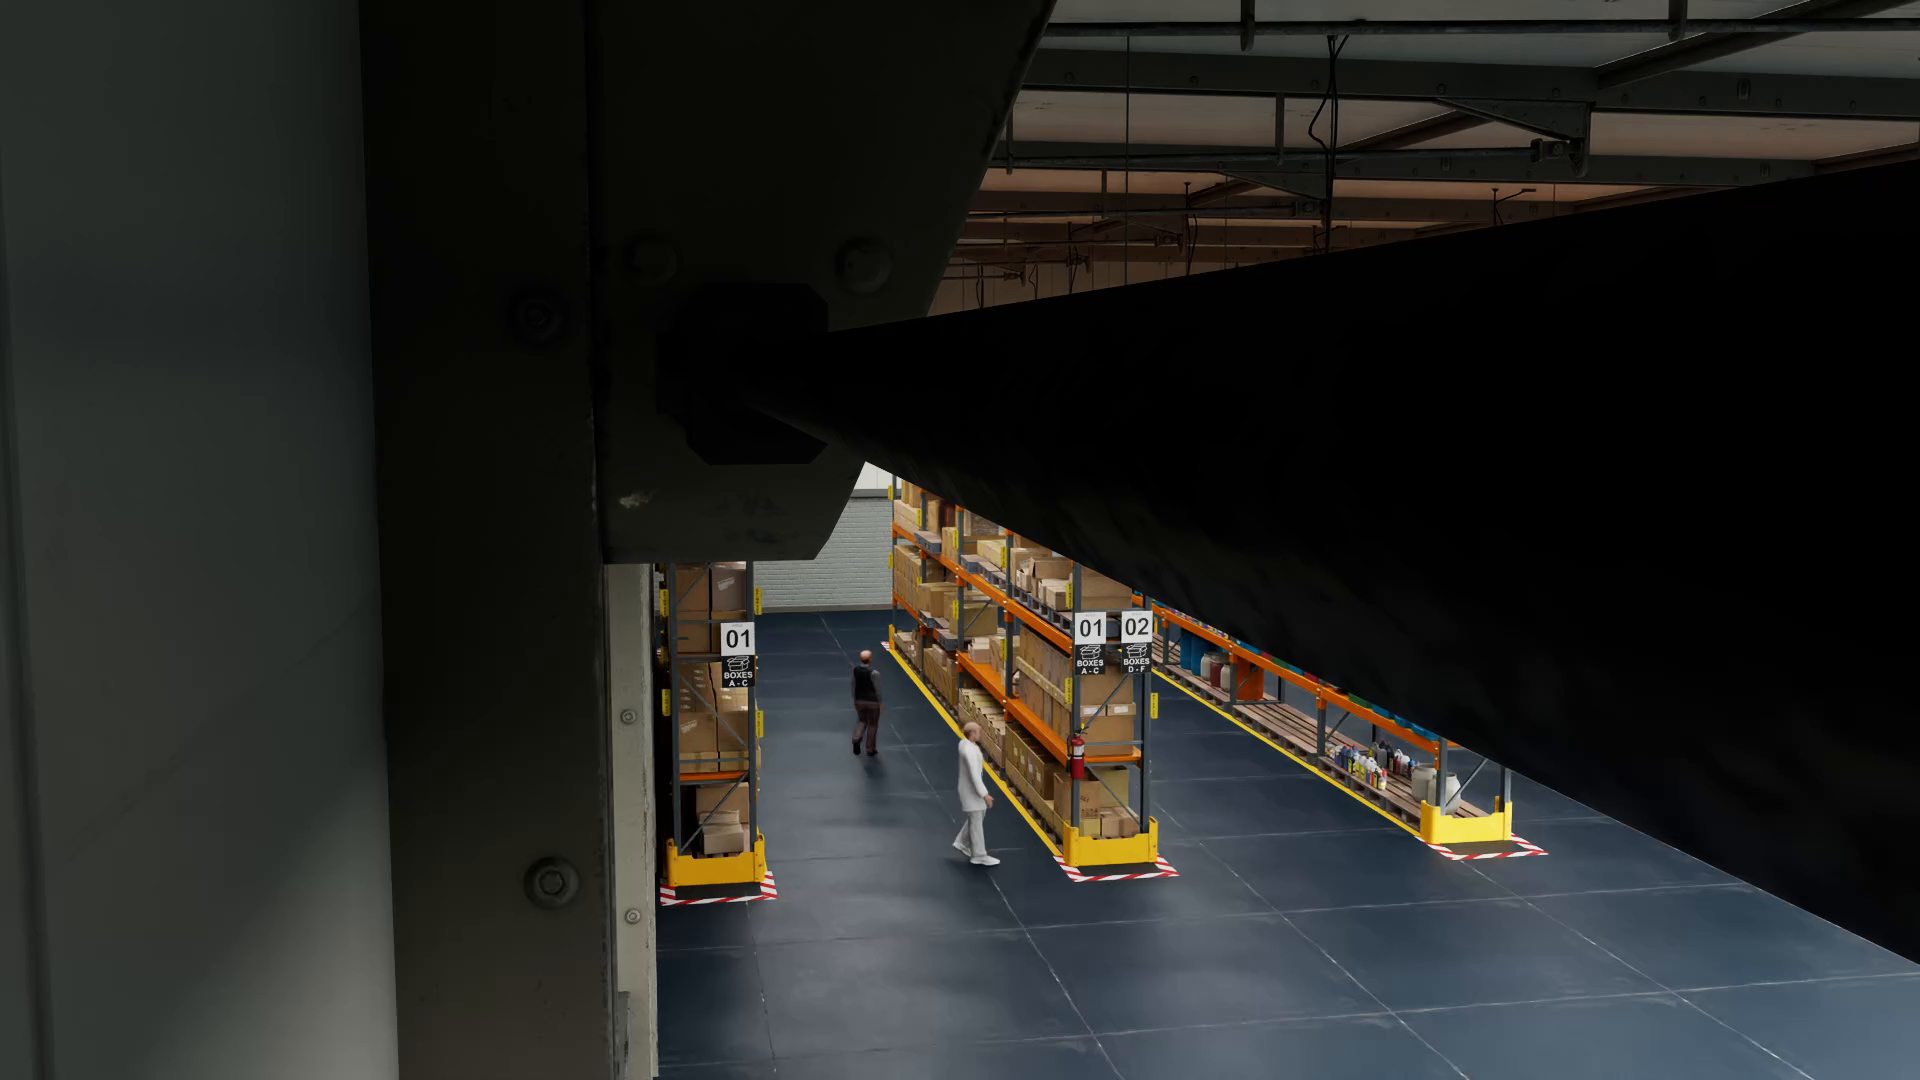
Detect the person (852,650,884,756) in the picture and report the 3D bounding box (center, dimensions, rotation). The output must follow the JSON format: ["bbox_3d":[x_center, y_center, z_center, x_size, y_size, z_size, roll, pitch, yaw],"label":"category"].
[{"bbox_3d":[-1.493,2.601,26.518,0.549,1.709,0.524,3,7,25],"label":"person"}]

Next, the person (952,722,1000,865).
[{"bbox_3d":[0.187,3.181,21.005,0.571,1.795,0.742,-1,6,-8],"label":"person"}]
